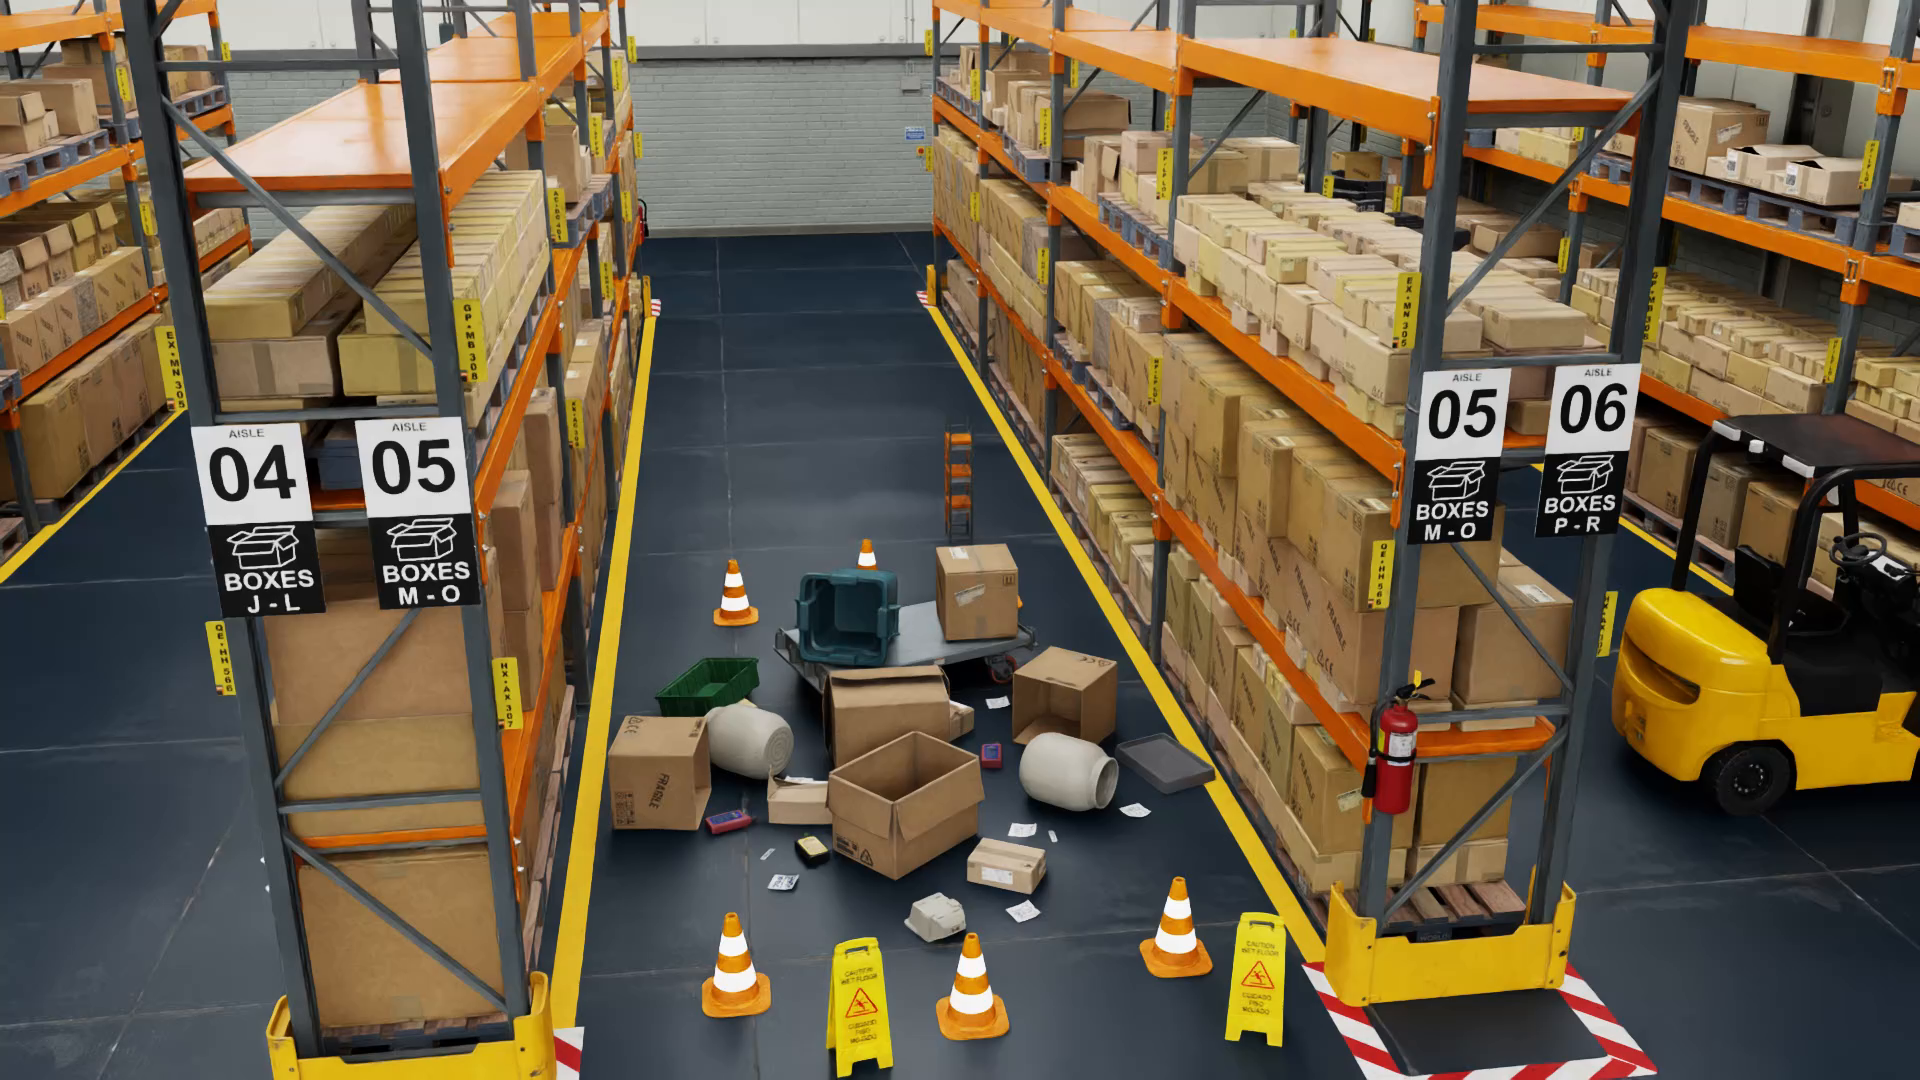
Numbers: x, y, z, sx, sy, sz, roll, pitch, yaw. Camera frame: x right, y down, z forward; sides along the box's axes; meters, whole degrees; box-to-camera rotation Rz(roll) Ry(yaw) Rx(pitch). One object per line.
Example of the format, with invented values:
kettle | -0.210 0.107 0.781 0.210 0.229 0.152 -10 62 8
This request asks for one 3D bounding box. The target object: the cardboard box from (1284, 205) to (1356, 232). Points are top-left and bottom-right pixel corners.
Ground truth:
cardboard box | 2.195 -1.942 10.134 0.380 0.149 0.250 -2 21 -6

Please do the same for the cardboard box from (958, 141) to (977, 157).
cardboard box | 0.186 -4.770 20.275 0.380 0.149 0.250 -3 21 -8

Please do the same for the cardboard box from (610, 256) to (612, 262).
cardboard box | -3.875 -2.907 17.545 0.380 0.149 0.250 -3 21 -7

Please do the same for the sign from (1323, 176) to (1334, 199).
sign | 2.406 -2.237 10.968 0.100 0.325 0.005 -3 21 -8

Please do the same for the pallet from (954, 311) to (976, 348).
pallet | 0.506 -2.714 21.256 1.003 0.211 1.213 -3 21 -8

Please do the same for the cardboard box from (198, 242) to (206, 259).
cardboard box | -9.029 -3.371 19.388 0.380 0.149 0.250 -4 21 -9

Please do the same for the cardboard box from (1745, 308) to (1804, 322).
cardboard box | 6.770 -1.825 13.820 0.380 0.149 0.250 -3 21 -7

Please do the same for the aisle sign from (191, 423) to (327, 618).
aisle sign | -2.723 -0.069 6.471 0.394 0.787 0.004 -3 21 -8

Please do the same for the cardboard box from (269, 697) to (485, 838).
cardboard box | -2.535 0.913 7.344 0.875 0.550 0.550 -3 21 -8

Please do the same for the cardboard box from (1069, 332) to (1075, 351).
cardboard box | 1.158 -1.705 14.328 0.380 0.149 0.250 -4 21 -11

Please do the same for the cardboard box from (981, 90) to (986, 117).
cardboard box | 0.443 -4.678 17.833 0.396 0.266 0.258 -3 21 -8

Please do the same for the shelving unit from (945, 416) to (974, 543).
shelving unit | -0.008 -0.510 14.156 0.215 1.050 0.252 -3 21 -8

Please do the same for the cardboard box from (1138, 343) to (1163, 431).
cardboard box | 1.577 -1.091 11.757 0.500 0.500 0.500 -3 21 -9

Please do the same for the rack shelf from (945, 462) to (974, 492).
rack shelf | -0.008 -0.500 14.160 0.215 0.259 0.240 -3 21 -8

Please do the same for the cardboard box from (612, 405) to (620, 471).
cardboard box | -3.439 -0.944 15.503 0.500 0.500 0.500 -4 21 -10

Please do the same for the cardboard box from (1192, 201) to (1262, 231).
cardboard box | 1.659 -2.007 10.309 0.380 0.149 0.250 -2 21 -6

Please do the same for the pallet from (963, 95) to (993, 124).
pallet | 0.610 -4.977 19.169 1.003 0.211 1.213 -3 21 -8

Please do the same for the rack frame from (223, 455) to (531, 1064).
rack frame | -2.436 1.110 7.033 1.000 3.000 0.127 -3 21 -8

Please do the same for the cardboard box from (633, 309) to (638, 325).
cardboard box | -4.135 -2.720 20.336 0.380 0.149 0.250 -3 21 -7

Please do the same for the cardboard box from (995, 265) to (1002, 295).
cardboard box | 0.654 -2.737 17.545 0.500 0.250 0.500 -3 21 -8

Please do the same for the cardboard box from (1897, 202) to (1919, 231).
cardboard box | 6.546 -2.172 11.148 0.380 0.149 0.250 -2 21 -7

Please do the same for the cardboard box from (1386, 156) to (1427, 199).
cardboard box | 5.677 -4.531 20.852 0.500 0.500 0.500 -3 21 -9

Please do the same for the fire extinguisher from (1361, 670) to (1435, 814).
fire extinguisher | 2.008 0.924 7.640 0.296 0.674 0.183 -3 21 -8

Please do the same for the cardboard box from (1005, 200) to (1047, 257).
cardboard box | 0.748 -3.151 16.868 0.500 0.500 0.500 -3 21 -9

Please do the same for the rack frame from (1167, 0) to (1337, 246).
rack frame | 1.871 -3.370 10.453 1.000 3.000 0.127 -3 21 -8

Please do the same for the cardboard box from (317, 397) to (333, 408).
cardboard box | -2.855 -0.607 6.957 0.380 0.149 0.250 -3 21 -7

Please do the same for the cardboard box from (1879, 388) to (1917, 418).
cardboard box | 6.606 -0.949 11.475 0.380 0.149 0.250 -2 21 -6

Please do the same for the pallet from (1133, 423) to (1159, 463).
pallet | 1.904 -0.742 12.264 1.003 0.211 1.213 -3 21 -8

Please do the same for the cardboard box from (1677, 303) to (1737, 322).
cardboard box | 6.289 -1.891 13.995 0.380 0.149 0.250 -3 21 -8

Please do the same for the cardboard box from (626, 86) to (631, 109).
cardboard box | -4.335 -5.445 20.508 0.500 0.250 0.500 -3 21 -8

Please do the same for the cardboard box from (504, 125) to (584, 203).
cardboard box | -3.062 -2.768 12.242 0.500 0.500 0.500 -3 21 -8

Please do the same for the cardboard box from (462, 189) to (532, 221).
cardboard box | -2.537 -1.808 9.034 0.380 0.149 0.250 -3 21 -7

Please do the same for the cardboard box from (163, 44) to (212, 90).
cardboard box | -9.538 -5.733 20.180 0.700 0.500 0.500 -4 21 -11

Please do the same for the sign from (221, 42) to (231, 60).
sign | -9.127 -6.020 20.683 0.100 0.325 0.005 -3 21 -8

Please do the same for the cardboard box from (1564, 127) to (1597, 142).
cardboard box | 5.916 -3.829 15.612 0.380 0.149 0.250 -2 21 -7

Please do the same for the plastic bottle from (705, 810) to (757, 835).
plastic bottle | -1.345 1.653 9.778 0.283 0.061 0.133 -11 23 -26

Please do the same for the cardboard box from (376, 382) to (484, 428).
cardboard box | -2.169 -0.556 6.822 0.380 0.149 0.250 -3 21 -7

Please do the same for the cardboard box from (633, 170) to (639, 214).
cardboard box | -4.423 -4.474 21.413 0.500 0.500 0.500 -2 21 -7

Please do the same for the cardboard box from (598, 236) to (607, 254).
cardboard box | -3.802 -3.000 16.945 0.380 0.149 0.250 -3 21 -8

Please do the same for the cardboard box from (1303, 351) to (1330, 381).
cardboard box | 1.993 -0.925 8.552 0.380 0.149 0.250 -3 21 -8

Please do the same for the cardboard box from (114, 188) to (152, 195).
cardboard box | -8.968 -3.600 18.360 0.500 0.500 0.500 -3 21 -8

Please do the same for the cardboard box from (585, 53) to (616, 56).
cardboard box | -4.428 -5.907 20.461 0.380 0.149 0.250 -4 21 -9

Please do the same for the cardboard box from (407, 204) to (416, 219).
cardboard box | -3.223 -1.861 9.175 0.380 0.149 0.250 -3 21 -8

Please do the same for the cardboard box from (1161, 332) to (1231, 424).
cardboard box | 1.720 -1.051 10.821 0.700 0.500 0.500 -3 21 -8

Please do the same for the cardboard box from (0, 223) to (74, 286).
cardboard box | -8.796 -2.674 15.585 0.797 0.503 0.637 -2 21 -6

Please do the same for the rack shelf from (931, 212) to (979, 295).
rack shelf | 0.429 -3.685 20.899 1.077 0.370 4.000 -3 21 -8

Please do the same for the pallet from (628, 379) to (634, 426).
pallet | -4.053 -1.469 17.923 1.003 0.211 1.213 -3 21 -8

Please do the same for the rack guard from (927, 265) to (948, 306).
rack guard | 0.137 -3.552 23.086 1.175 0.500 0.348 -3 21 -8

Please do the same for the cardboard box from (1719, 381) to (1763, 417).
cardboard box | 6.372 -1.076 13.100 0.500 0.250 0.500 -3 21 -8

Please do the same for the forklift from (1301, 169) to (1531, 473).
forklift | 3.791 -1.809 14.945 3.031 2.935 1.130 -7 21 -17

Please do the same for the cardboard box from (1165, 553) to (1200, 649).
cardboard box | 1.689 0.398 11.196 0.500 0.500 0.500 -2 21 -5

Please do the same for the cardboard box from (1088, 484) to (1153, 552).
cardboard box | 1.584 -0.197 13.685 0.950 0.372 0.625 -2 21 -6

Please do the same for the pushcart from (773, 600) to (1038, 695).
pushcart | -0.378 0.801 11.607 1.648 0.377 0.936 -11 23 -26

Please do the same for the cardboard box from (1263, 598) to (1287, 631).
cardboard box | 1.928 0.385 9.333 0.380 0.149 0.250 -3 21 -8

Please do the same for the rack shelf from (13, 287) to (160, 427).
rack shelf | -8.801 -1.801 15.852 1.077 0.370 4.000 -3 21 -8

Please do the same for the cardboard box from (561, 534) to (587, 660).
cardboard box | -3.192 0.371 11.624 1.050 0.750 0.750 -3 21 -8

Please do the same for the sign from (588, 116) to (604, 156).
sign | -3.039 -3.370 13.887 0.100 0.325 0.005 -3 21 -8

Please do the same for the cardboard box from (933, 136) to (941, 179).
cardboard box | -0.072 -5.049 21.951 0.500 0.500 0.500 -3 21 -9
